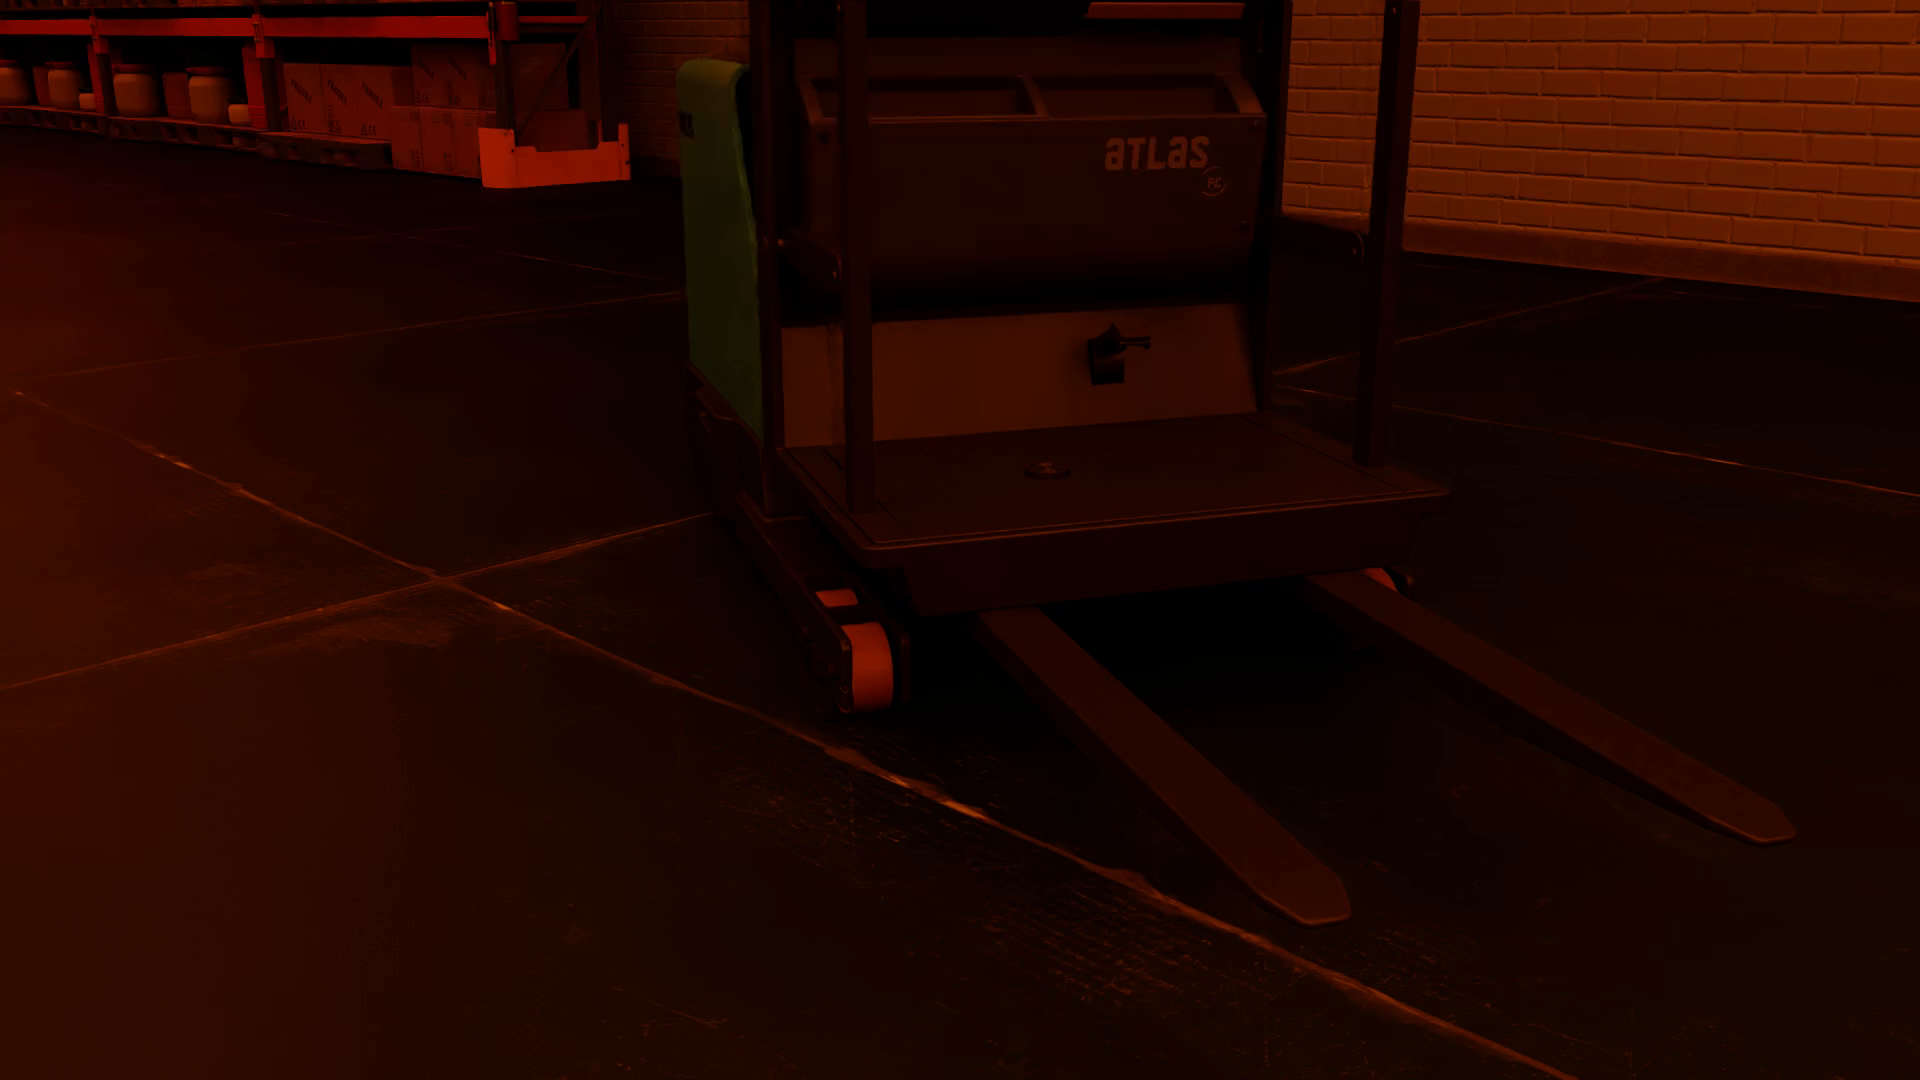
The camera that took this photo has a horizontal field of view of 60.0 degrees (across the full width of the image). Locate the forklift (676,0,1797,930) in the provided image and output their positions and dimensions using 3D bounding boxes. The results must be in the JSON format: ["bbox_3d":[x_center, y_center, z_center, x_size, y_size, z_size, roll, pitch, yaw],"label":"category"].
[{"bbox_3d":[0.216,-1.227,2.898,1.130,2.935,3.031,-6,18,-17],"label":"forklift"}]
